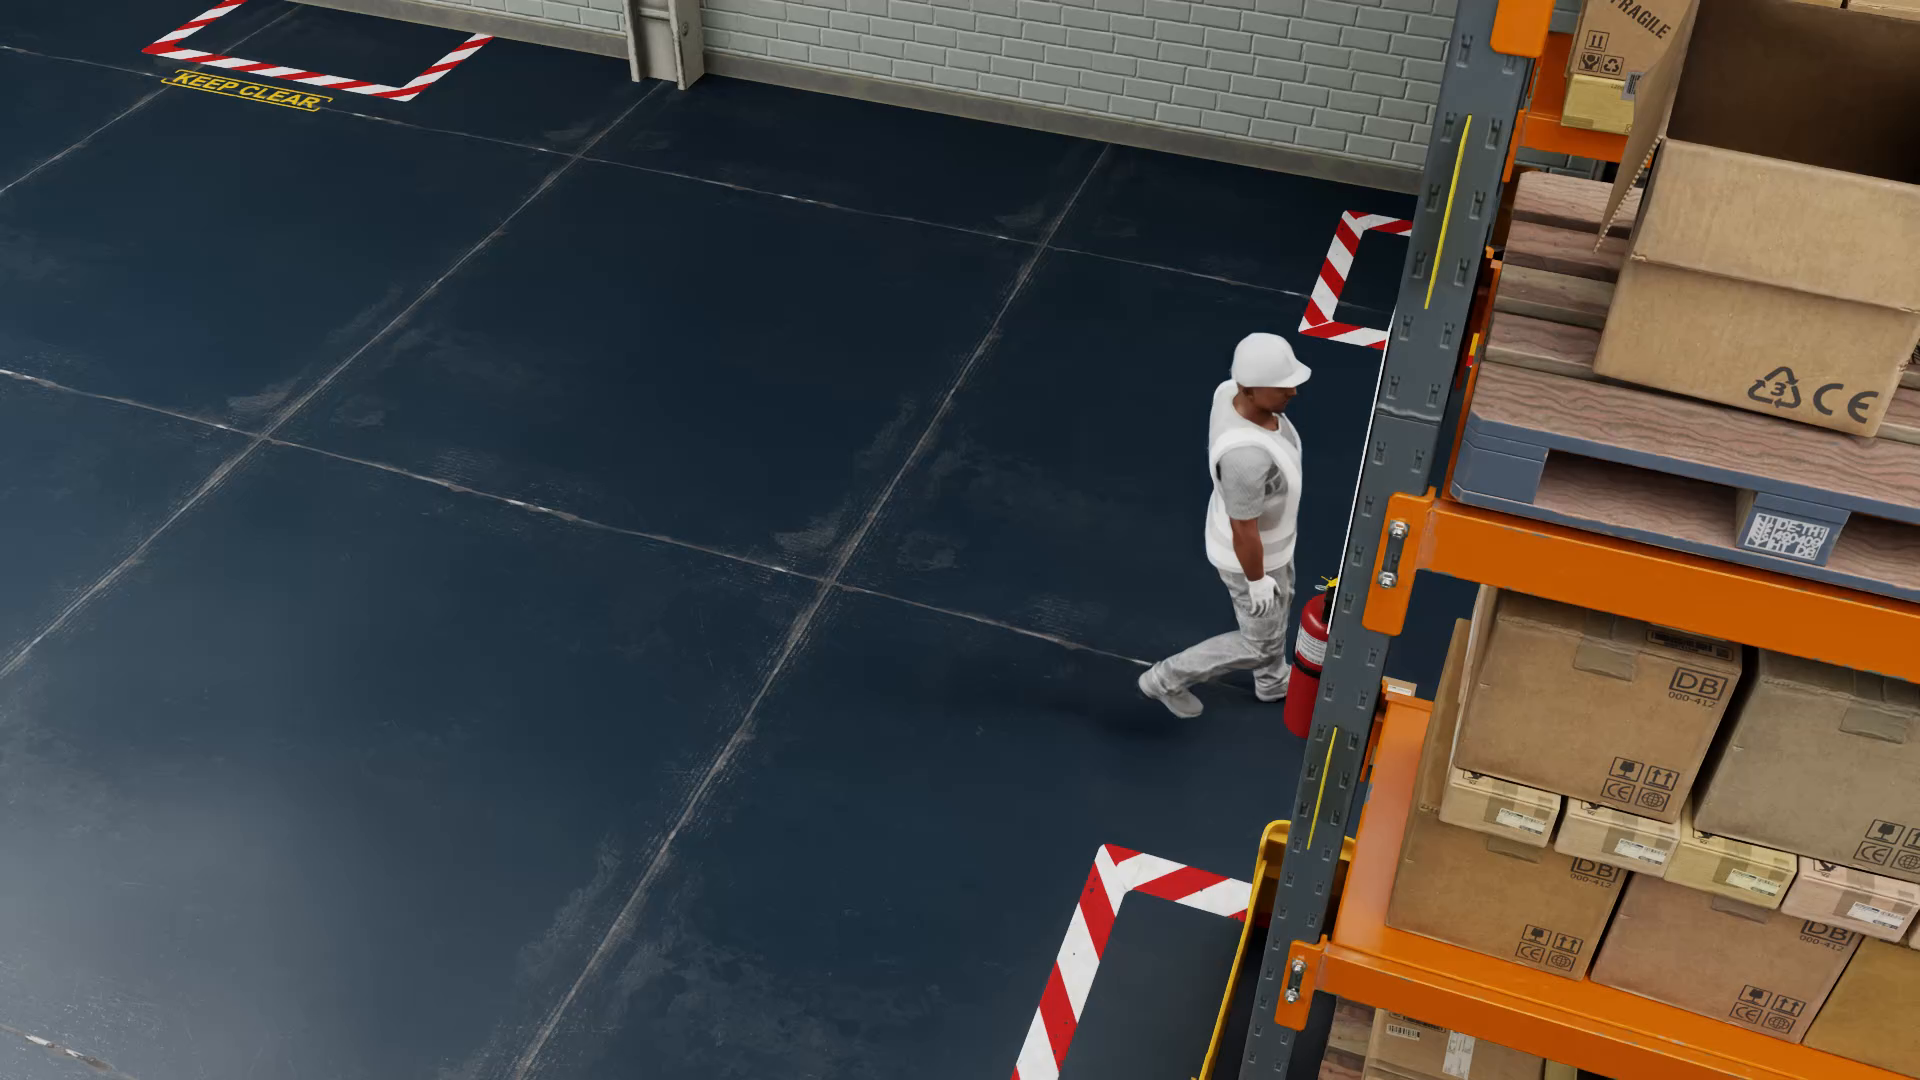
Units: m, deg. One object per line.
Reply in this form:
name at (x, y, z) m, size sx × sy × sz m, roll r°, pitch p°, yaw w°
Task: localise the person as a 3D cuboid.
person at (1.101, 0.001, 6.138) m, size 0.779 × 1.770 × 0.584 m, roll 5°, pitch 41°, yaw 6°
